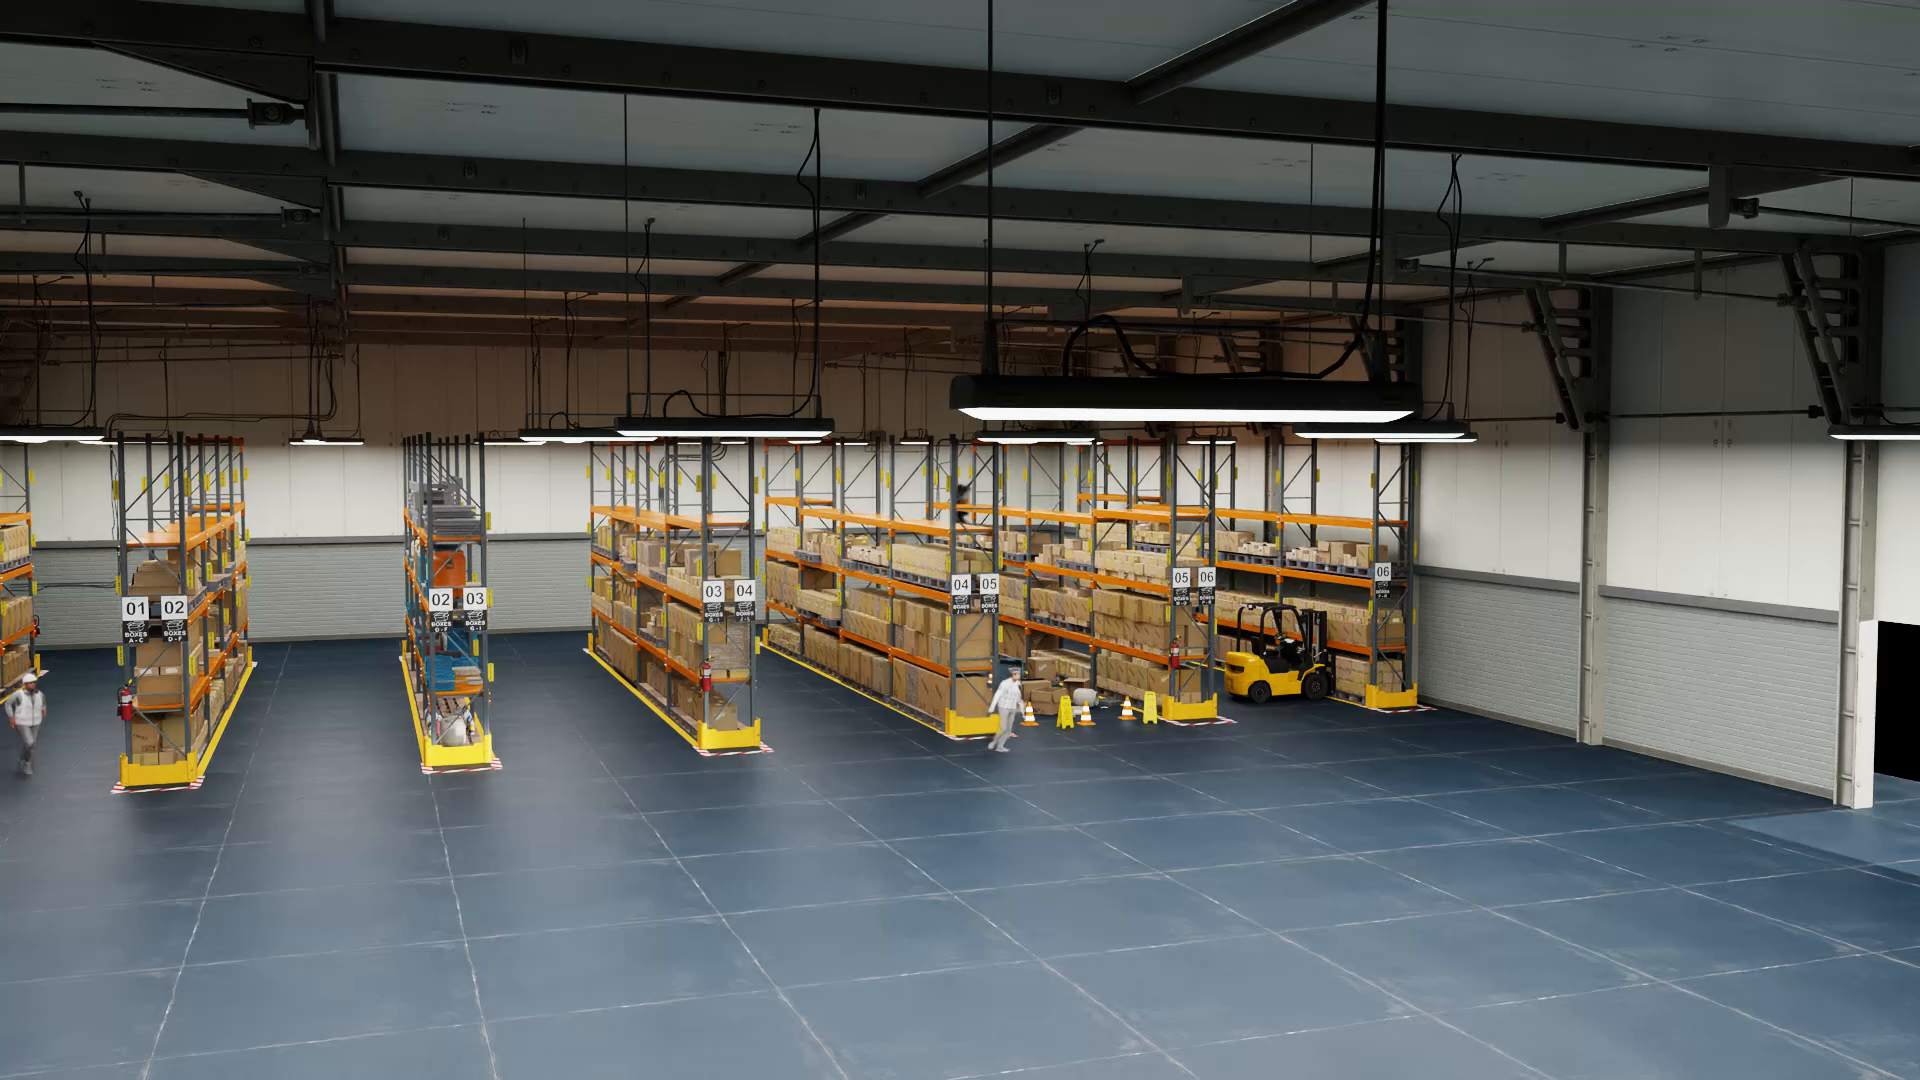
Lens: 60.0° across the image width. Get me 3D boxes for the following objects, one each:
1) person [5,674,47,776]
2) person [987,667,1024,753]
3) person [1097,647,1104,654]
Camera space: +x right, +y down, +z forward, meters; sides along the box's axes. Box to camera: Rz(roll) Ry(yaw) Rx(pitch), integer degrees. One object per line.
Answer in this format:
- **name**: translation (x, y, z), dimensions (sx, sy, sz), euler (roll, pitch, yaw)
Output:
- **person**: translation (-16.373, 3.240, 29.209), dimensions (0.834, 1.789, 0.604), euler (2, 4, 33)
- **person**: translation (0.882, 3.185, 31.239), dimensions (0.633, 1.628, 0.546), euler (-2, 4, -38)
- **person**: translation (4.065, 2.344, 45.723), dimensions (0.620, 1.666, 0.870), euler (-2, 4, -33)
